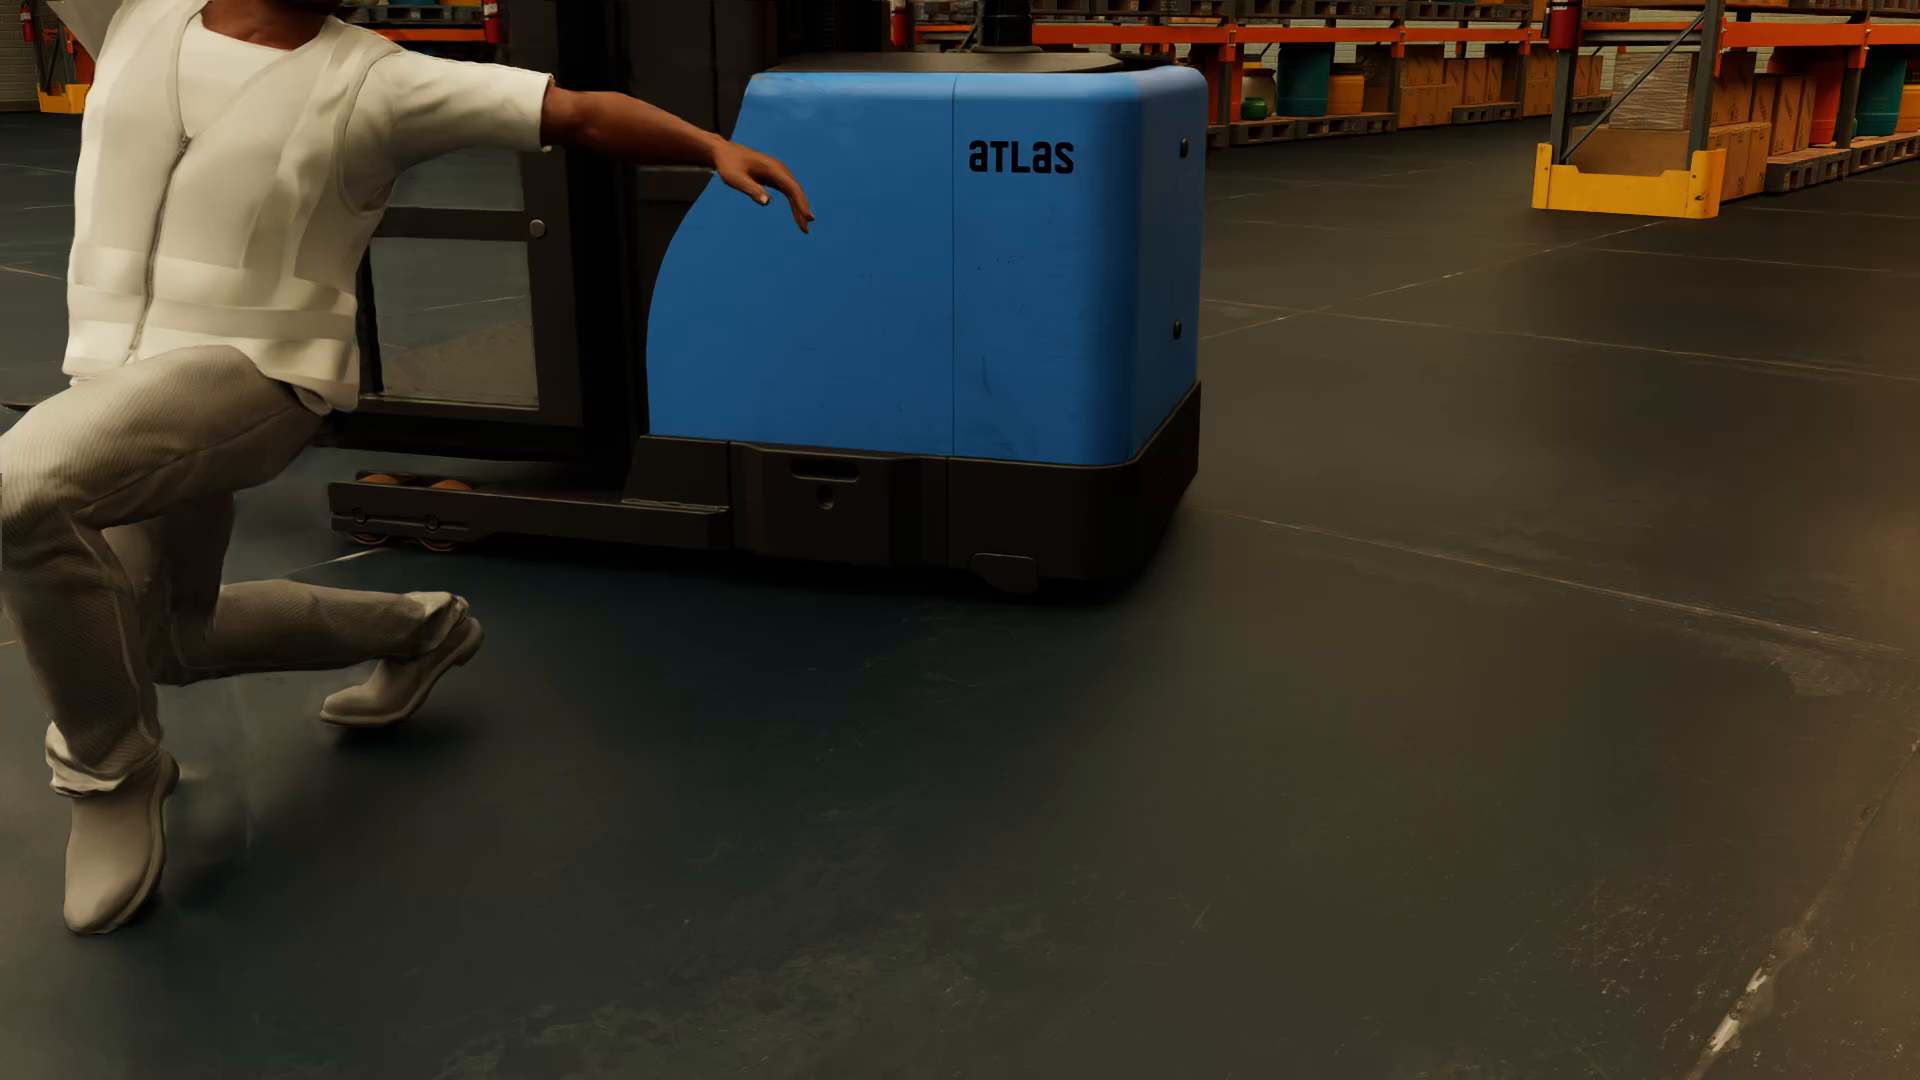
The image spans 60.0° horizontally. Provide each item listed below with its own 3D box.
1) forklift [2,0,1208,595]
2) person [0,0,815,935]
[{"bbox_3d":[-0.965,-1.514,3.883,3.031,2.935,1.130,5,18,16],"label":"forklift"},{"bbox_3d":[-0.831,-0.263,2.319,1.059,1.484,0.916,6,18,19],"label":"person"}]
